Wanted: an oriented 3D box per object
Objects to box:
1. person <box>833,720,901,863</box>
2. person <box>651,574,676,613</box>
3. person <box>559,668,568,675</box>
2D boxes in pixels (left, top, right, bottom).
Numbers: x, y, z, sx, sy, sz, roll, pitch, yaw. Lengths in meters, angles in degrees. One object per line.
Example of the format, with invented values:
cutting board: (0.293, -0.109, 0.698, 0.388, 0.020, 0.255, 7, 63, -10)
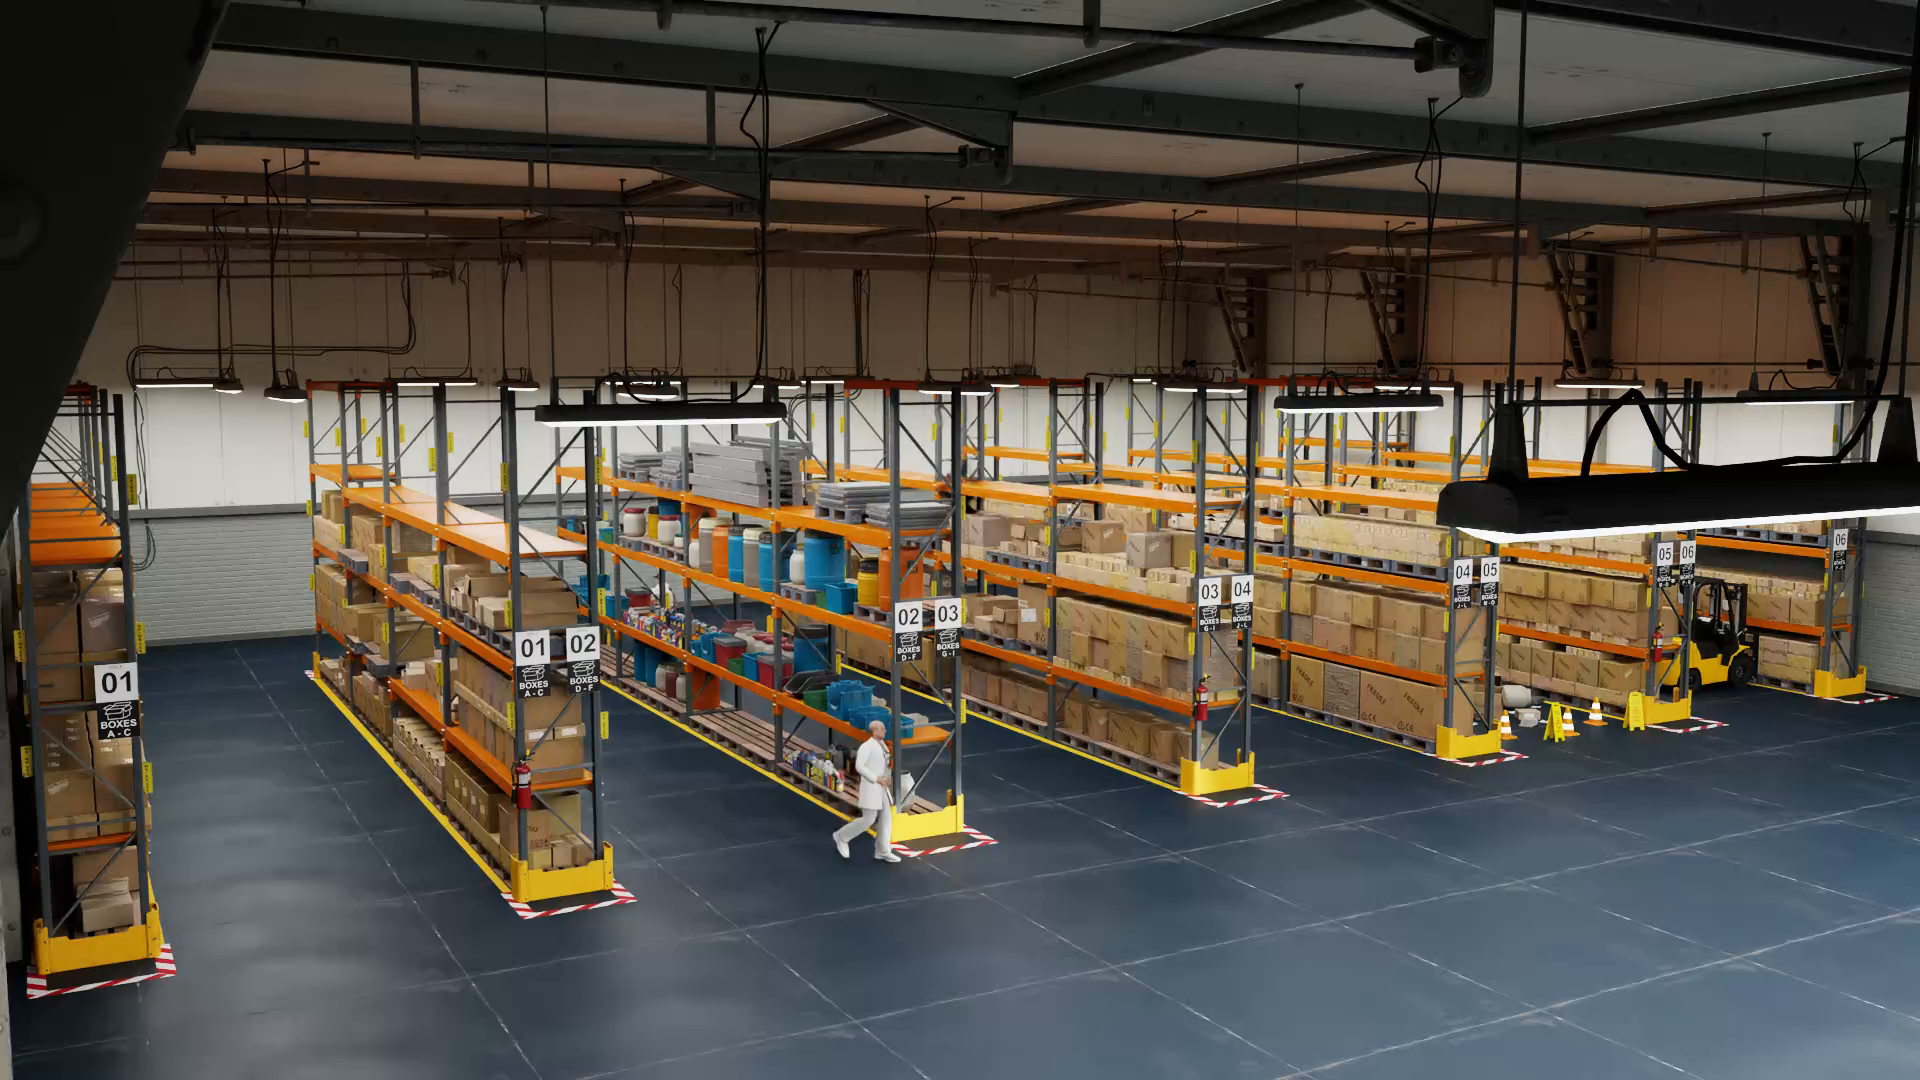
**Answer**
person: (-1.115, 3.190, 21.350, 0.906, 1.760, 0.777, 2, 6, 21)
person: (-6.595, 1.577, 36.755, 0.839, 1.745, 0.667, 5, 8, 37)
person: (-6.631, 2.437, 28.365, 0.659, 1.805, 0.685, -5, 8, -38)
